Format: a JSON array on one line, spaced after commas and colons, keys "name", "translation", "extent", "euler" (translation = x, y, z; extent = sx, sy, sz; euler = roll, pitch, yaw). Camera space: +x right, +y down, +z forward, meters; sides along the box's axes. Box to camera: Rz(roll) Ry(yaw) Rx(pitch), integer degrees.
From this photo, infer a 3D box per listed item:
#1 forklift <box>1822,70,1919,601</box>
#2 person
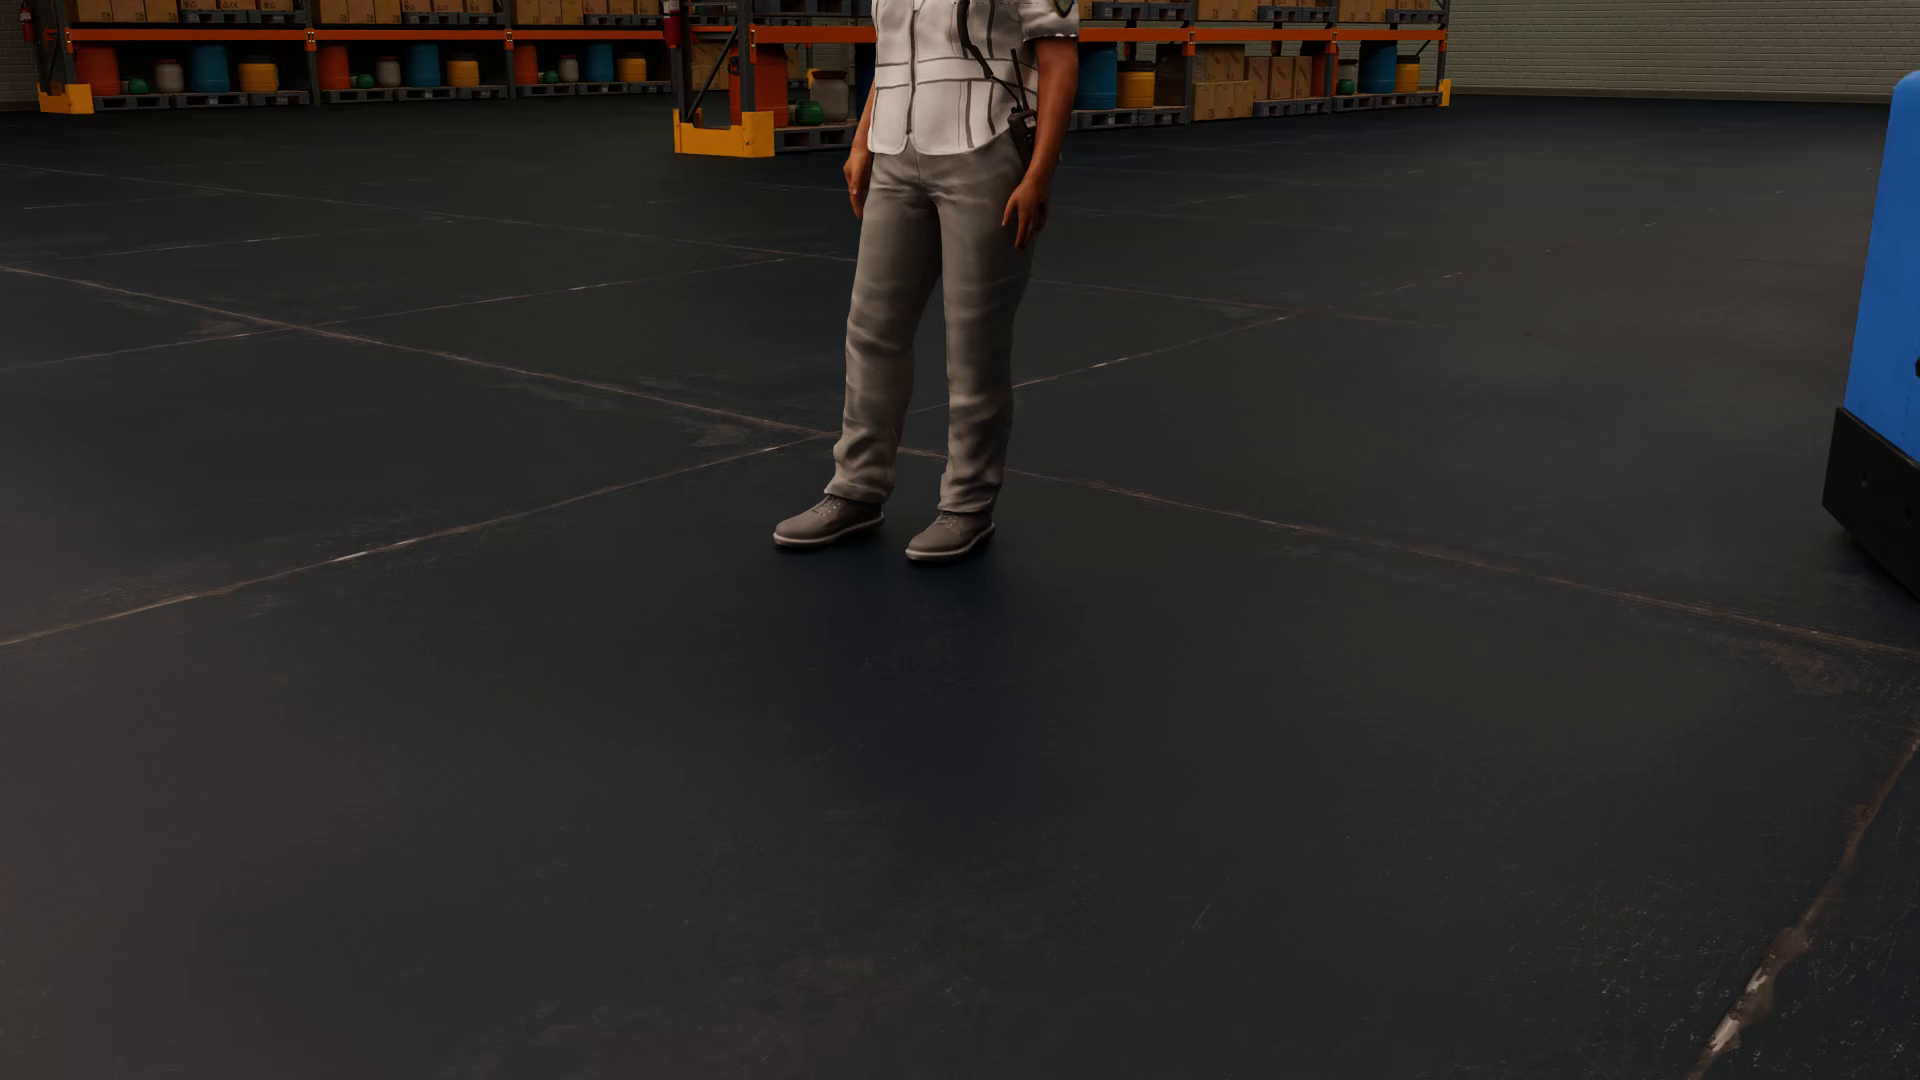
[{"name": "forklift", "translation": [3.441, -1.199, 2.845], "extent": [3.031, 2.935, 1.130], "euler": [4, 17, 12]}, {"name": "person", "translation": [-0.066, -0.792, 3.655], "extent": [0.599, 1.670, 0.529], "euler": [13, 21, 37]}]
